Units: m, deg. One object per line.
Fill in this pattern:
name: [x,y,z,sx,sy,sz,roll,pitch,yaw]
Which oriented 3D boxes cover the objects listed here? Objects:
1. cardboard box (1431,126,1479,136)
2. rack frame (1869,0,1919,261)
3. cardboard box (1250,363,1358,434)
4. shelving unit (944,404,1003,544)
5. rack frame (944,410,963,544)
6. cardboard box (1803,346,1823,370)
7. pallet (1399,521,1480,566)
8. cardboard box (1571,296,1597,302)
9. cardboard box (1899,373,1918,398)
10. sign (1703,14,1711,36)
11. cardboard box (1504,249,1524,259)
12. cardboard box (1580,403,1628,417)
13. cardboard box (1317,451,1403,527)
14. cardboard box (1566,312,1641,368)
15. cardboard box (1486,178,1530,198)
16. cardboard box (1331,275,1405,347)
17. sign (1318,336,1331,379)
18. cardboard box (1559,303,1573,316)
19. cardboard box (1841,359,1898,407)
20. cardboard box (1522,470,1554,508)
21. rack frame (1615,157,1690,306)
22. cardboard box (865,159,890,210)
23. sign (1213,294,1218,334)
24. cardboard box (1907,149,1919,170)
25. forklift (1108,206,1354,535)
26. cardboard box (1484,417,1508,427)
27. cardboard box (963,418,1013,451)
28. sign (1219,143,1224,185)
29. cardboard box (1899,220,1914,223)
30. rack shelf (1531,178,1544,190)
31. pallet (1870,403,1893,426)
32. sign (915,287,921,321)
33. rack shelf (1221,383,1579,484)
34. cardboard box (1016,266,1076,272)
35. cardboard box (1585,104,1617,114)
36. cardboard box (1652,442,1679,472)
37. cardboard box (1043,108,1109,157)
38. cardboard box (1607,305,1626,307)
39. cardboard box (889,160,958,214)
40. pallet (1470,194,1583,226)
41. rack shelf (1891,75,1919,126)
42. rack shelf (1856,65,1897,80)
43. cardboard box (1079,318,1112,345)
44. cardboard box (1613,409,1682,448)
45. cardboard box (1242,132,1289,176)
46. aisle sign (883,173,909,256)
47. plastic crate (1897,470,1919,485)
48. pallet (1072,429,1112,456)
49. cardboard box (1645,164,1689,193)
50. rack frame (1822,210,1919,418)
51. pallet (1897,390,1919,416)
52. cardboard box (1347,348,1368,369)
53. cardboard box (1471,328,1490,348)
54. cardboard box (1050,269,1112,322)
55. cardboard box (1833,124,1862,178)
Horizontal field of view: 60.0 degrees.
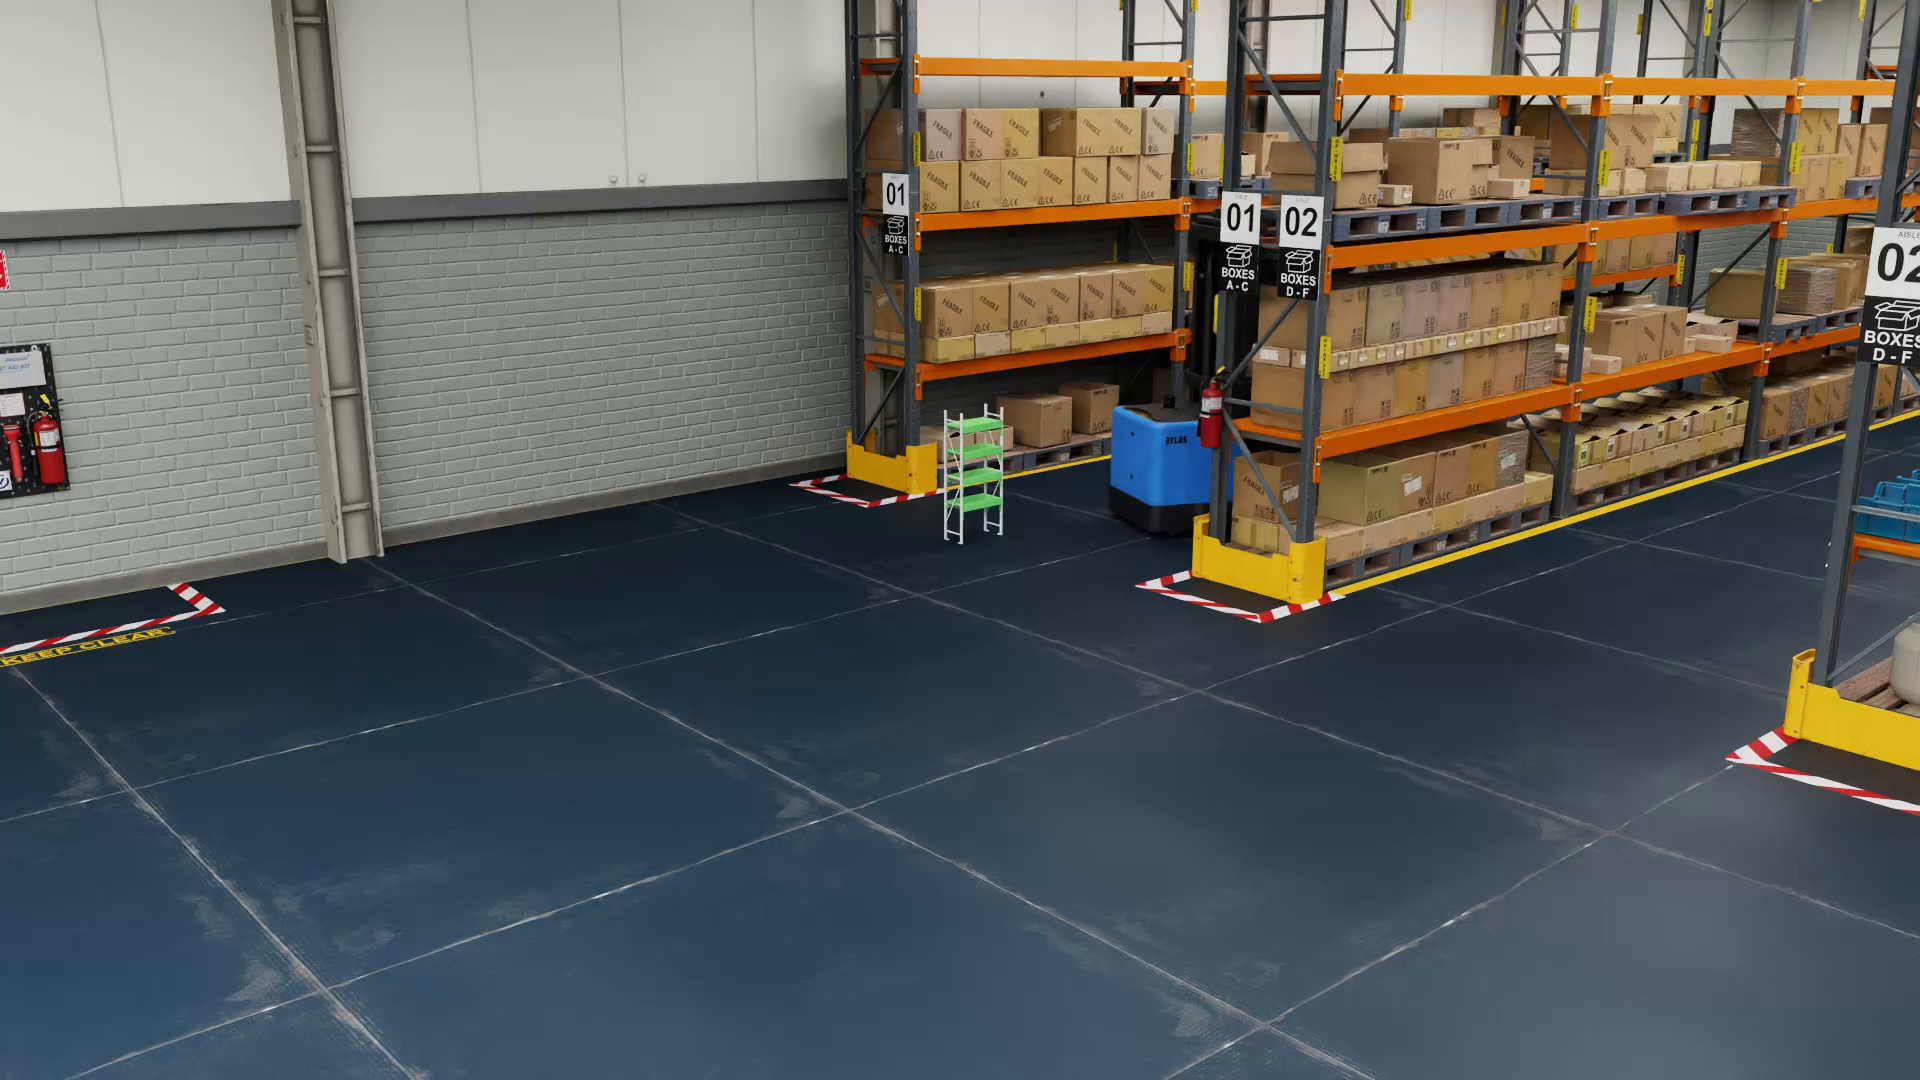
cardboard box: [6.740,-5.472,23.066,0.500,0.500,0.700,-13,20,-39]
rack frame: [5.724,-3.006,9.067,0.127,3.000,1.000,-13,19,-39]
cardboard box: [2.836,-1.198,13.728,0.500,0.500,0.700,-13,19,-39]
shelving unit: [0.125,-0.608,15.200,0.503,1.200,0.258,-13,19,-39]
rack frame: [-0.059,-0.566,15.045,0.015,1.200,0.240,-13,19,-39]
cardboard box: [10.249,-2.269,20.470,0.500,0.250,0.500,-13,19,-39]
pallet: [3.945,-0.069,15.099,1.213,0.211,1.003,-13,19,-39]
cardboard box: [9.836,-3.763,26.296,0.250,0.149,0.380,-12,19,-39]
cardboard box: [11.987,-2.048,21.463,0.500,0.311,0.500,-13,19,-39]
sign: [11.637,-8.027,25.899,0.005,0.325,0.100,-13,19,-39]
cardboard box: [7.712,-4.055,23.811,0.500,0.500,0.500,-12,19,-39]
cardboard box: [6.758,-1.278,17.650,0.500,0.311,0.500,-13,20,-40]
cardboard box: [3.402,-0.442,14.154,0.500,0.500,0.500,-13,19,-39]
cardboard box: [6.481,-2.015,16.787,0.500,0.500,0.500,-11,18,-35]
cardboard box: [4.763,-3.091,14.599,0.250,0.149,0.380,-13,19,-39]
cardboard box: [3.269,-1.924,13.931,0.500,0.500,0.700,-13,20,-41]
sign: [2.835,-1.420,12.923,0.005,0.325,0.100,-13,19,-39]
cardboard box: [9.283,-3.507,25.341,0.250,0.149,0.380,-12,19,-38]
cardboard box: [11.344,-1.971,20.808,0.500,0.500,0.500,-13,20,-40]
cardboard box: [5.287,-0.504,15.838,0.500,0.250,0.500,-13,19,-39]
rack frame: [11.291,-4.747,27.209,0.127,3.000,1.000,-13,19,-39]
cardboard box: [-0.630,-3.664,17.108,0.500,0.500,0.500,-11,18,-35]
sign: [2.130,-1.855,13.678,0.005,0.325,0.100,-13,19,-39]
cardboard box: [12.058,-4.758,20.759,0.500,0.250,0.500,-13,19,-39]
forklift: [3.012,-1.666,15.807,3.031,2.935,1.130,-5,16,-18]
cardboard box: [4.938,-0.970,16.128,0.500,0.500,0.500,-13,19,-39]
cardboard box: [0.232,-1.146,18.087,0.500,0.311,0.500,-11,18,-35]
sign: [2.130,-3.019,13.367,0.005,0.325,0.100,-13,19,-39]
cardboard box: [12.885,-4.031,22.396,0.500,0.500,0.500,-13,20,-40]
rack shelf: [6.765,-4.832,23.109,4.000,0.370,1.077,-13,19,-39]
pallet: [10.939,-1.613,20.881,1.213,0.211,1.003,-13,19,-39]
sign: [-0.423,-2.349,16.555,0.005,0.325,0.100,-13,19,-39]
rack shelf: [3.984,-1.064,14.815,4.000,0.370,1.077,-13,19,-39]
cardboard box: [0.975,-2.804,18.735,0.500,0.500,0.500,-12,19,-38]
cardboard box: [9.379,-6.214,24.719,0.500,0.500,0.500,-13,20,-40]
cardboard box: [7.120,-0.906,17.342,0.500,0.250,0.500,-12,19,-38]
cardboard box: [1.245,-4.381,17.857,0.500,0.500,0.500,-14,20,-41]
cardboard box: [10.451,-3.519,26.643,0.500,0.500,0.700,-13,20,-40]
cardboard box: [-0.363,-3.552,16.689,0.500,0.500,0.500,-12,19,-38]
pallet: [4.867,-3.007,15.055,1.213,0.211,1.003,-13,19,-39]
rack shelf: [7.233,-2.804,10.480,4.000,0.370,1.077,-13,19,-39]
rack shelf: [13.037,-5.994,21.652,4.000,0.370,1.077,-13,19,-39]
cardboard box: [1.330,-2.341,18.454,0.500,0.250,0.500,-13,20,-40]
cardboard box: [7.127,-1.178,17.275,0.500,0.311,0.500,-12,19,-38]
cardboard box: [3.634,-4.700,20.215,0.500,0.500,0.500,-14,20,-41]
aisle sign: [-0.636,-3.222,16.462,0.004,0.787,0.394,-13,19,-39]
plastic crate: [6.399,-0.288,10.804,0.408,0.251,0.499,-13,19,-39]
pallet: [1.755,-1.246,19.507,1.213,0.211,1.003,-13,19,-39]
cardboard box: [6.976,-3.642,16.737,0.500,0.250,0.500,14,20,42]
rack frame: [11.528,-3.106,21.064,0.127,3.000,1.000,-13,19,-39]
pallet: [12.047,-1.874,21.859,1.213,0.211,1.003,-13,19,-39]
cardboard box: [3.110,-1.504,13.618,0.250,0.149,0.380,-13,20,-41]
cardboard box: [4.470,-1.810,14.761,0.250,0.149,0.380,-12,19,-38]
cardboard box: [1.325,-2.704,18.361,0.500,0.500,0.500,-13,20,-41]
cardboard box: [10.095,-4.557,19.483,0.600,0.600,0.600,-14,20,-41]
